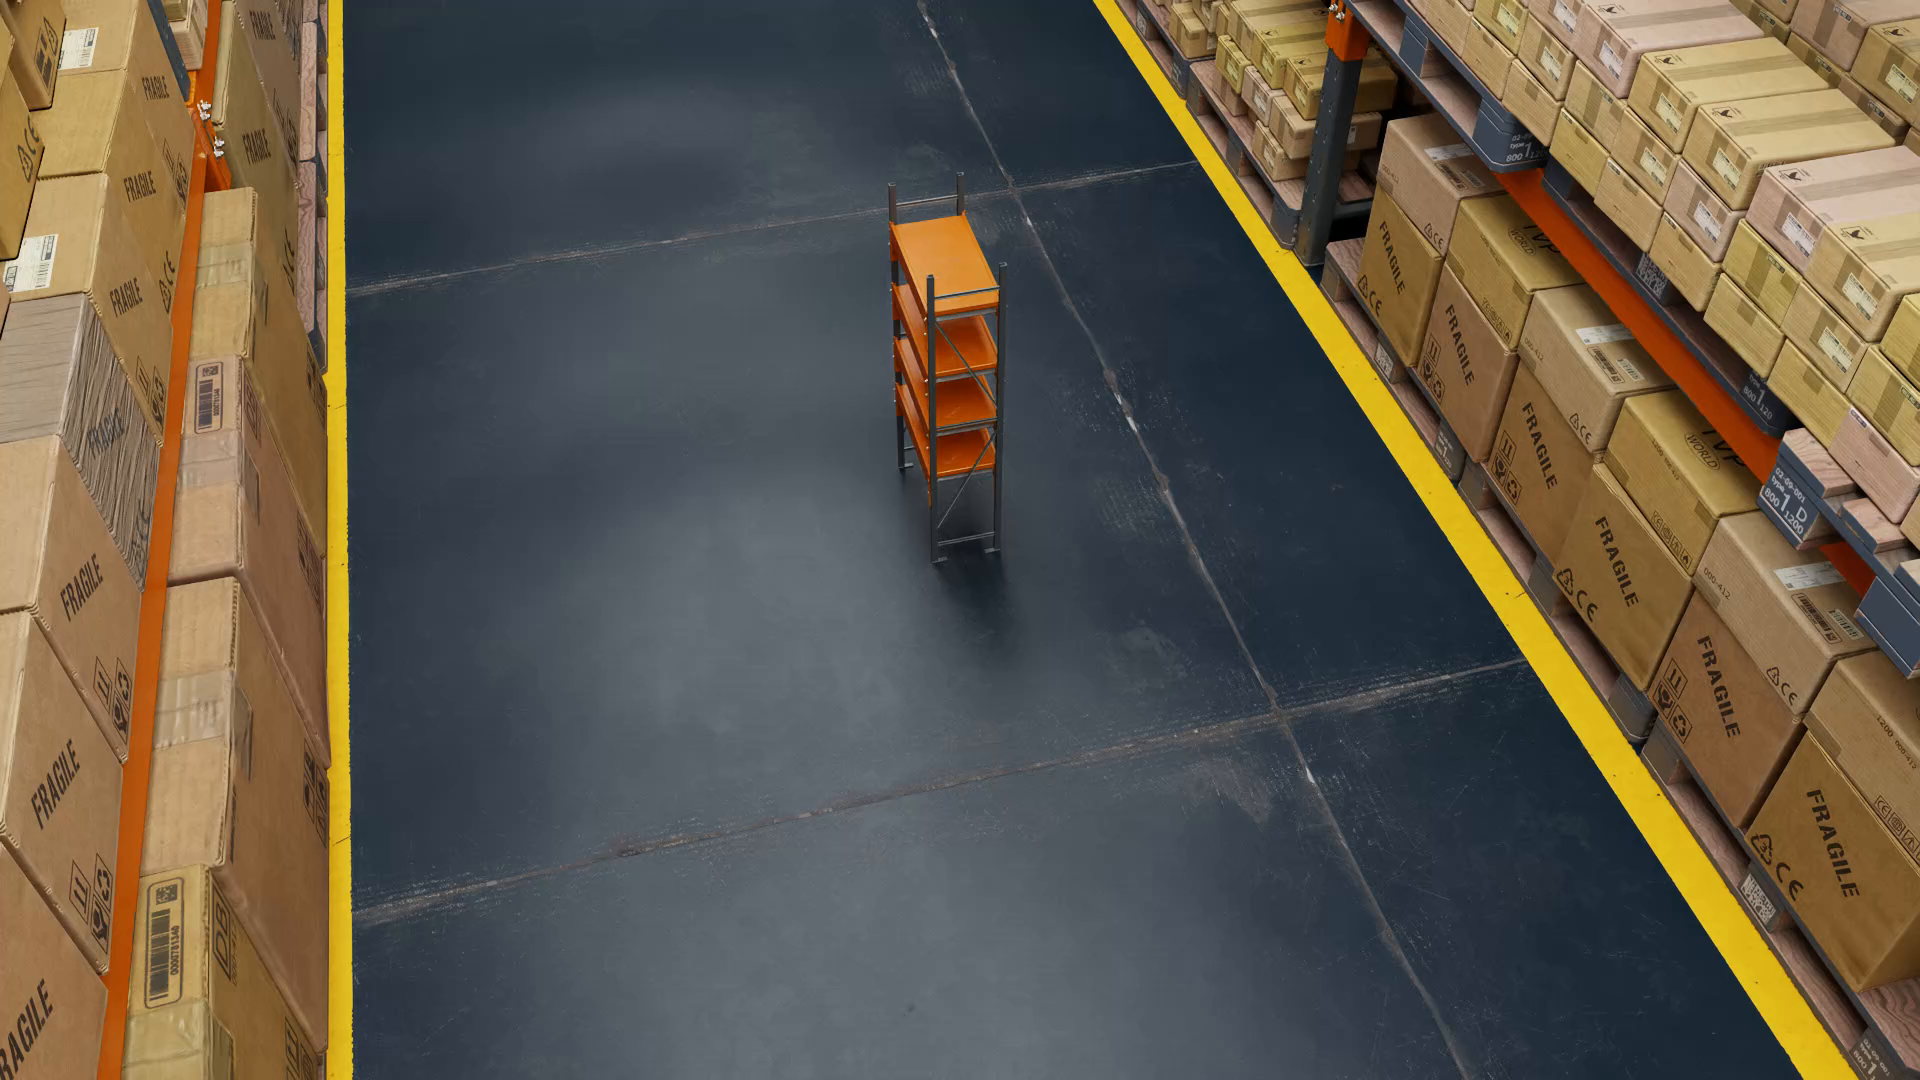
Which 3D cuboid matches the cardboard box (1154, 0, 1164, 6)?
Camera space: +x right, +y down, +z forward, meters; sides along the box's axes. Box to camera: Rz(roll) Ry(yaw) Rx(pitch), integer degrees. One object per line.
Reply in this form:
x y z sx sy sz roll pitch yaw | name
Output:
1.094 -2.724 8.021 0.380 0.149 0.250 -11 47 -10 | cardboard box

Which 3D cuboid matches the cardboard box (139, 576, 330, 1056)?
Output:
-2.289 0.799 4.060 1.225 0.875 0.875 -11 47 -10 | cardboard box

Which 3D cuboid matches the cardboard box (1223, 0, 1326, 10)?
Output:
1.376 -2.387 7.275 0.380 0.149 0.250 -9 46 -9 | cardboard box

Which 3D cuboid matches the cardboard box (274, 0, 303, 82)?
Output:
-3.486 -2.571 7.363 0.875 0.875 0.875 -11 47 -10 | cardboard box

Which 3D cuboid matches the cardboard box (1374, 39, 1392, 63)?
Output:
1.983 -2.133 7.026 0.380 0.149 0.250 -9 46 -8 | cardboard box

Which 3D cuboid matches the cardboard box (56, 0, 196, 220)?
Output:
-2.552 -1.224 4.779 0.500 0.500 0.500 -11 47 -10 | cardboard box

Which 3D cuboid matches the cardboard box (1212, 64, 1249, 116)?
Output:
1.339 -2.022 7.333 0.380 0.149 0.250 -12 47 -12 | cardboard box

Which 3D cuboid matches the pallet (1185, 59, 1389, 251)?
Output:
1.678 -1.780 7.347 1.003 0.211 1.213 -11 47 -10 | pallet

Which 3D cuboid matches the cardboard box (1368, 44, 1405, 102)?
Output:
1.949 -2.019 7.122 0.380 0.149 0.250 -10 46 -10 | cardboard box

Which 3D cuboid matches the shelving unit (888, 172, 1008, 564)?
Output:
-0.042 -0.534 5.433 0.258 1.200 0.503 -11 47 -10 | shelving unit

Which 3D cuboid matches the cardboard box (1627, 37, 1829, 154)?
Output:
1.945 -1.132 4.225 0.380 0.149 0.250 -9 46 -9 | cardboard box

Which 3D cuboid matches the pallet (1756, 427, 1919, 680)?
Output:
2.623 0.057 3.728 1.213 0.211 1.003 -11 47 -10 | pallet

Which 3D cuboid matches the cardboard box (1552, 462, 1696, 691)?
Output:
2.207 0.063 5.044 0.500 0.500 0.500 -13 47 -12 | cardboard box

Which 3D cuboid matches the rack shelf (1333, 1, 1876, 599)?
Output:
2.396 -0.666 4.806 1.077 0.370 4.000 -11 47 -10 | rack shelf

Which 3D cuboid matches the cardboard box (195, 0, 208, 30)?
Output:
-2.758 -1.820 5.610 0.380 0.149 0.250 -12 47 -12 | cardboard box

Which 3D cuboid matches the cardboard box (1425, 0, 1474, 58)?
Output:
1.678 -1.638 5.137 0.380 0.149 0.250 -10 46 -10 | cardboard box

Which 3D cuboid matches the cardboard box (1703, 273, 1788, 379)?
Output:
2.079 -0.560 4.081 0.380 0.149 0.250 -13 47 -12 | cardboard box

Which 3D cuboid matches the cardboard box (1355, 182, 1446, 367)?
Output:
1.817 -1.012 6.098 0.500 0.500 0.500 -9 46 -9 | cardboard box

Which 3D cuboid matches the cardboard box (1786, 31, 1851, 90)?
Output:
2.518 -1.314 4.611 0.380 0.149 0.250 -11 47 -10 | cardboard box

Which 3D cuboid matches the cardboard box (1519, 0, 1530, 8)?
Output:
1.743 -1.668 4.750 0.380 0.149 0.250 -11 47 -11 | cardboard box

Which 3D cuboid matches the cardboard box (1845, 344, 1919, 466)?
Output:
2.202 -0.323 3.640 0.380 0.149 0.250 -10 46 -9 | cardboard box

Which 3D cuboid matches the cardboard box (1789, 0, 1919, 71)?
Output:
2.509 -1.425 4.511 0.380 0.149 0.250 -13 47 -12 | cardboard box

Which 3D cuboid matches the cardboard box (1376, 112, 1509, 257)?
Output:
1.818 -1.275 5.830 0.500 0.250 0.500 -13 47 -12 | cardboard box

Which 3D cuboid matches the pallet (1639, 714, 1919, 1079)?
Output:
2.710 0.899 4.721 1.003 0.211 1.213 -11 47 -10 | pallet

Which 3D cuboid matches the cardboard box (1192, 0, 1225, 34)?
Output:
1.276 -2.441 7.536 0.380 0.149 0.250 -10 46 -9 | cardboard box

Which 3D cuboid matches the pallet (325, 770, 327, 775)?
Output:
-2.350 0.877 4.743 1.003 0.211 1.213 -11 47 -10 | pallet

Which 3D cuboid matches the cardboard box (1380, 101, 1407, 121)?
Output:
2.034 -1.942 7.255 0.380 0.149 0.250 -9 46 -9 | cardboard box

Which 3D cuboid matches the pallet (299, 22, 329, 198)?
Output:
-3.371 -1.869 7.434 1.003 0.211 1.213 -11 47 -10 | pallet

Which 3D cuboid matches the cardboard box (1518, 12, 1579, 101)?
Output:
1.814 -1.384 4.680 0.380 0.149 0.250 -9 46 -9 | cardboard box

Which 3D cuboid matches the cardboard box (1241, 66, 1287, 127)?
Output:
1.415 -1.896 7.002 0.380 0.149 0.250 -13 47 -12 | cardboard box

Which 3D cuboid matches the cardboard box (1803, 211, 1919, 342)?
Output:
2.139 -0.597 3.701 0.380 0.149 0.250 -9 46 -9 | cardboard box

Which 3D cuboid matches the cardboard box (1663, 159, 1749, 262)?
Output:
2.010 -0.848 4.155 0.380 0.149 0.250 -10 46 -9 | cardboard box

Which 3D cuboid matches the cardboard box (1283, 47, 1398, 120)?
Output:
1.542 -1.854 6.753 0.380 0.149 0.250 -9 46 -9 | cardboard box

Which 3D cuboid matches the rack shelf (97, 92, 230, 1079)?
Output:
-2.424 0.171 3.986 1.077 0.370 4.000 -11 47 -10 | rack shelf

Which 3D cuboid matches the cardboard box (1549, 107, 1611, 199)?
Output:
1.880 -1.101 4.611 0.380 0.149 0.250 -11 47 -11 | cardboard box

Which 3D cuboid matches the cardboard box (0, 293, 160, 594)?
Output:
-2.168 -0.175 3.751 0.500 0.500 0.500 -11 47 -10 | cardboard box

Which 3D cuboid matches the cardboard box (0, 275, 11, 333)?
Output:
-2.426 -0.506 3.374 0.797 0.503 0.637 -9 46 -9 | cardboard box

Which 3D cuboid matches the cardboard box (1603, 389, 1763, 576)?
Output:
2.225 -0.197 4.773 0.500 0.250 0.500 -10 46 -9 | cardboard box

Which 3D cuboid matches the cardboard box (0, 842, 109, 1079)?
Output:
-1.773 0.880 2.718 0.500 0.500 0.500 -9 46 -9 | cardboard box

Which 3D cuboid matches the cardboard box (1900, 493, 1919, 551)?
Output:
2.276 -0.025 3.556 0.380 0.149 0.250 -11 47 -10 | cardboard box

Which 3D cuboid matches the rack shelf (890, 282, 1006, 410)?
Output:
-0.042 -0.644 5.322 0.258 0.148 0.480 -11 47 -10 | rack shelf

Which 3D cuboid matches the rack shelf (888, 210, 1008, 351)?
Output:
-0.042 -0.809 5.153 0.258 0.148 0.480 -11 47 -10 | rack shelf
